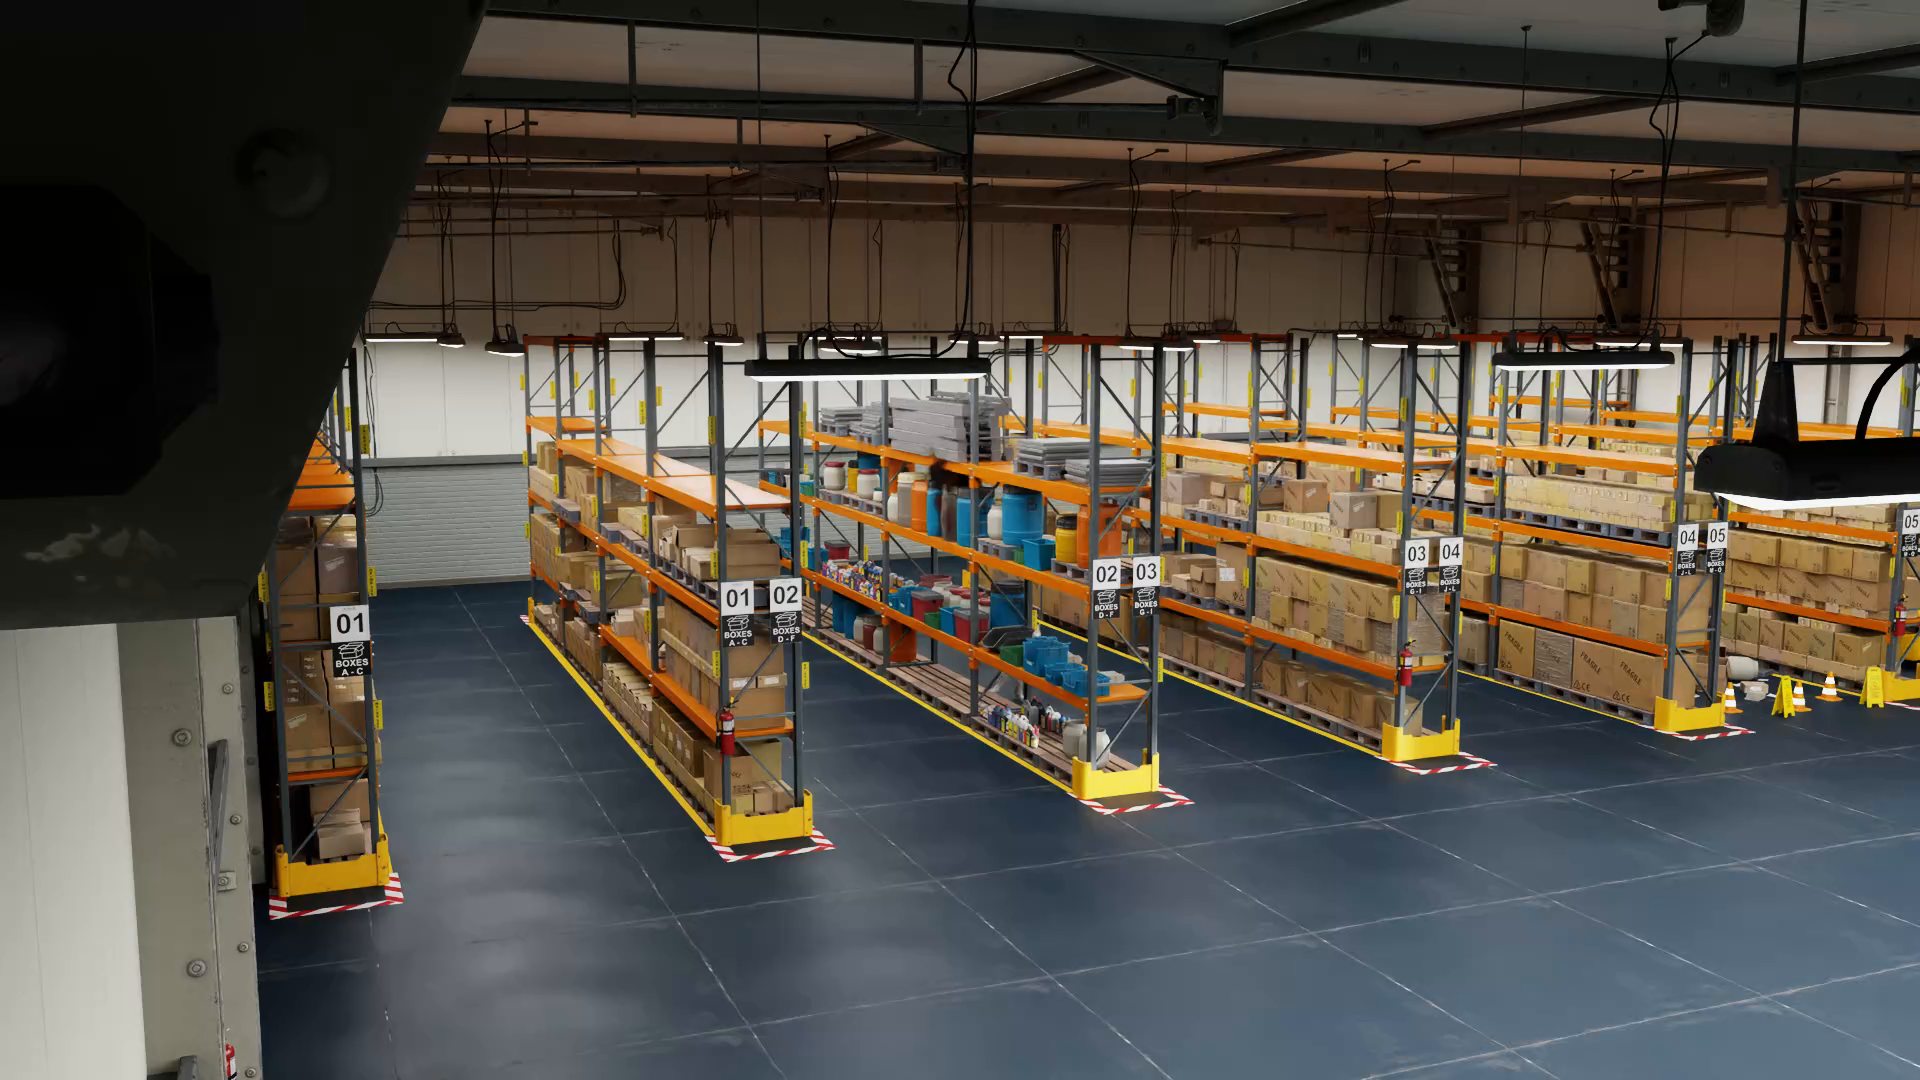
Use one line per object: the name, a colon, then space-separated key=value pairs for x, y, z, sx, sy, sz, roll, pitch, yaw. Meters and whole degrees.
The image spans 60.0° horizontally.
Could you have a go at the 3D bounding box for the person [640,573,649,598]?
person: x=-6.574 y=0.843 z=35.114 sx=0.755 sy=1.728 sz=0.701 roll=7 pitch=10 yaw=43

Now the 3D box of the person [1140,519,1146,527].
person: x=4.188 y=0.319 z=38.677 sx=0.630 sy=1.826 sz=0.832 roll=-2 pitch=8 yaw=-15

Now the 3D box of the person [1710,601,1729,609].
person: x=15.520 y=1.004 z=33.688 sx=0.698 sy=1.718 sz=0.563 roll=-3 pitch=8 yaw=-24

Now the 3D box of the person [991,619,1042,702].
person: x=0.942 y=1.802 z=27.667 sx=0.808 sy=1.740 sz=0.681 roll=-3 pitch=8 yaw=-23
